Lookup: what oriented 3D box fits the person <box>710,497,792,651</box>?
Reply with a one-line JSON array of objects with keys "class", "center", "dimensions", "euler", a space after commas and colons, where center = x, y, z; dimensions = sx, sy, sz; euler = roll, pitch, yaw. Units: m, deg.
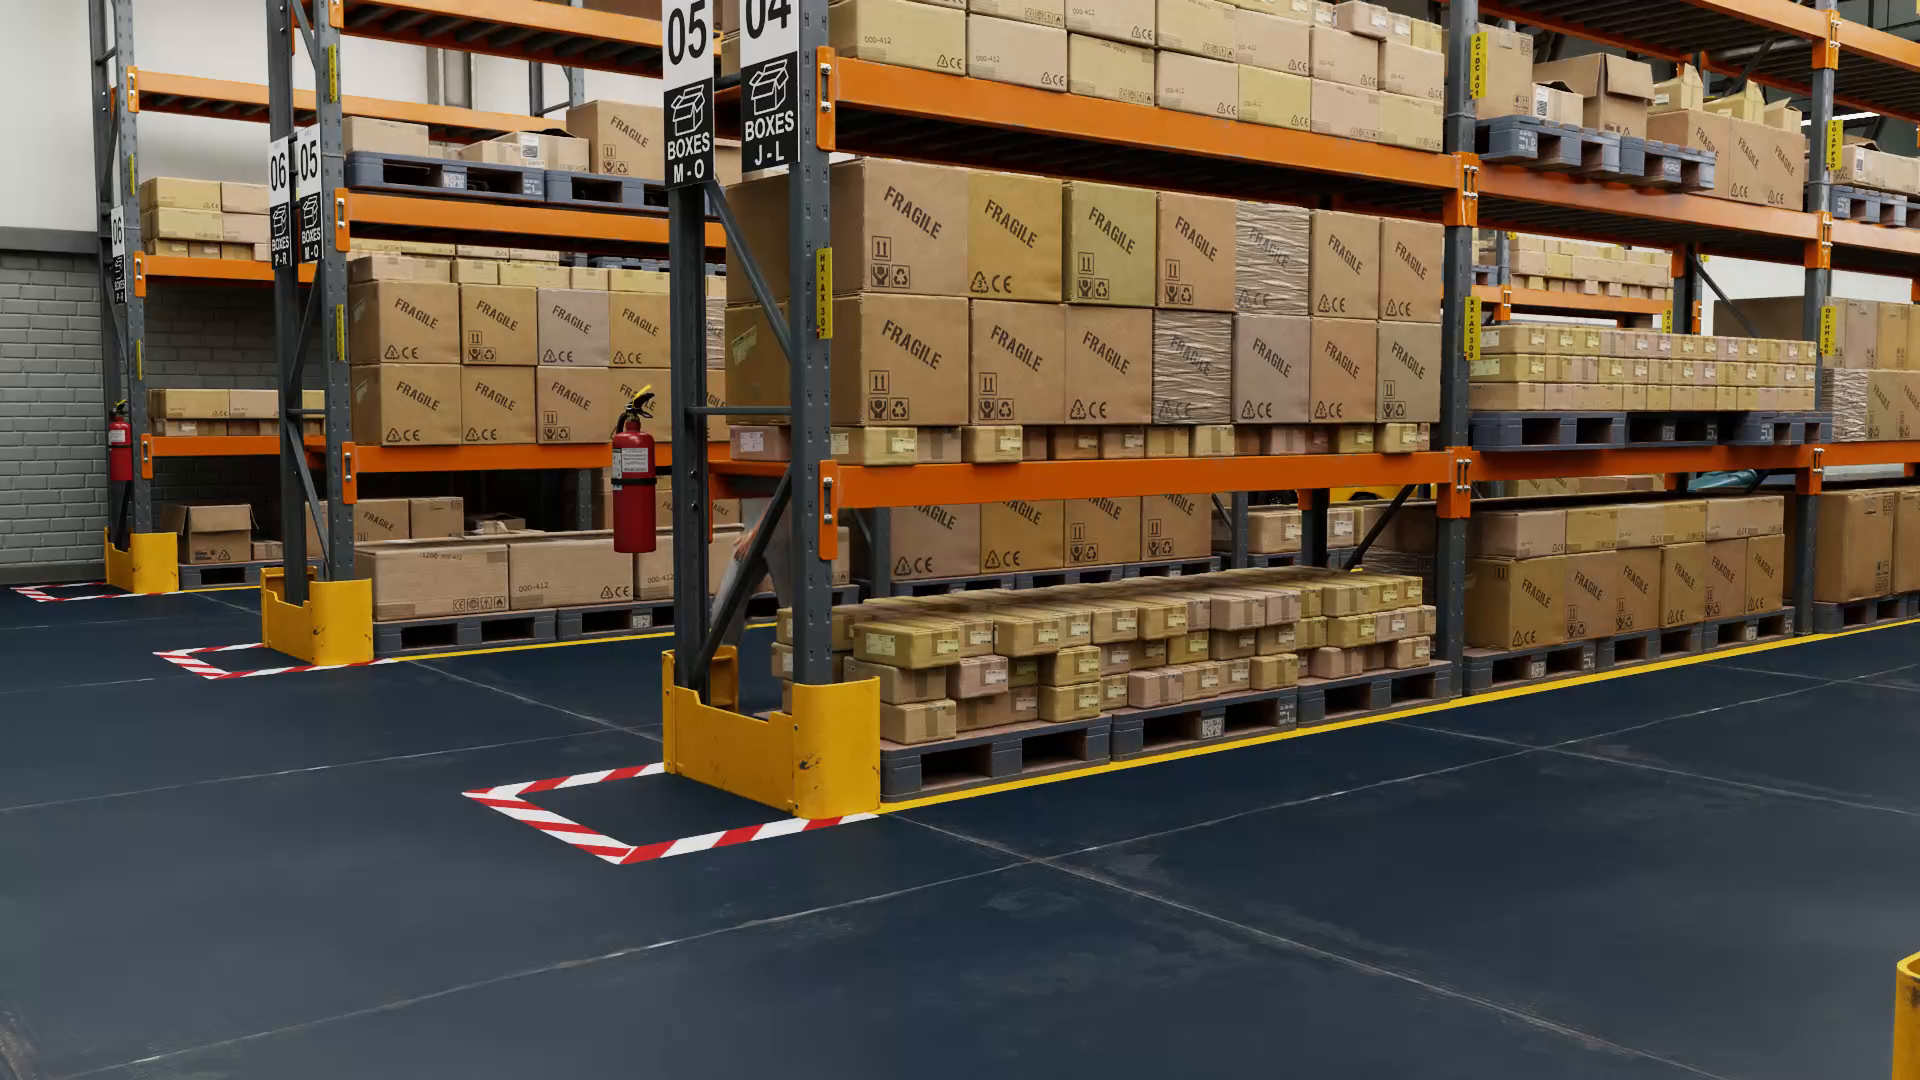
[{"class": "person", "center": [-1.025, 0.018, 8.463], "dimensions": [0.848, 1.672, 0.457], "euler": [-3, 5, -32]}]
